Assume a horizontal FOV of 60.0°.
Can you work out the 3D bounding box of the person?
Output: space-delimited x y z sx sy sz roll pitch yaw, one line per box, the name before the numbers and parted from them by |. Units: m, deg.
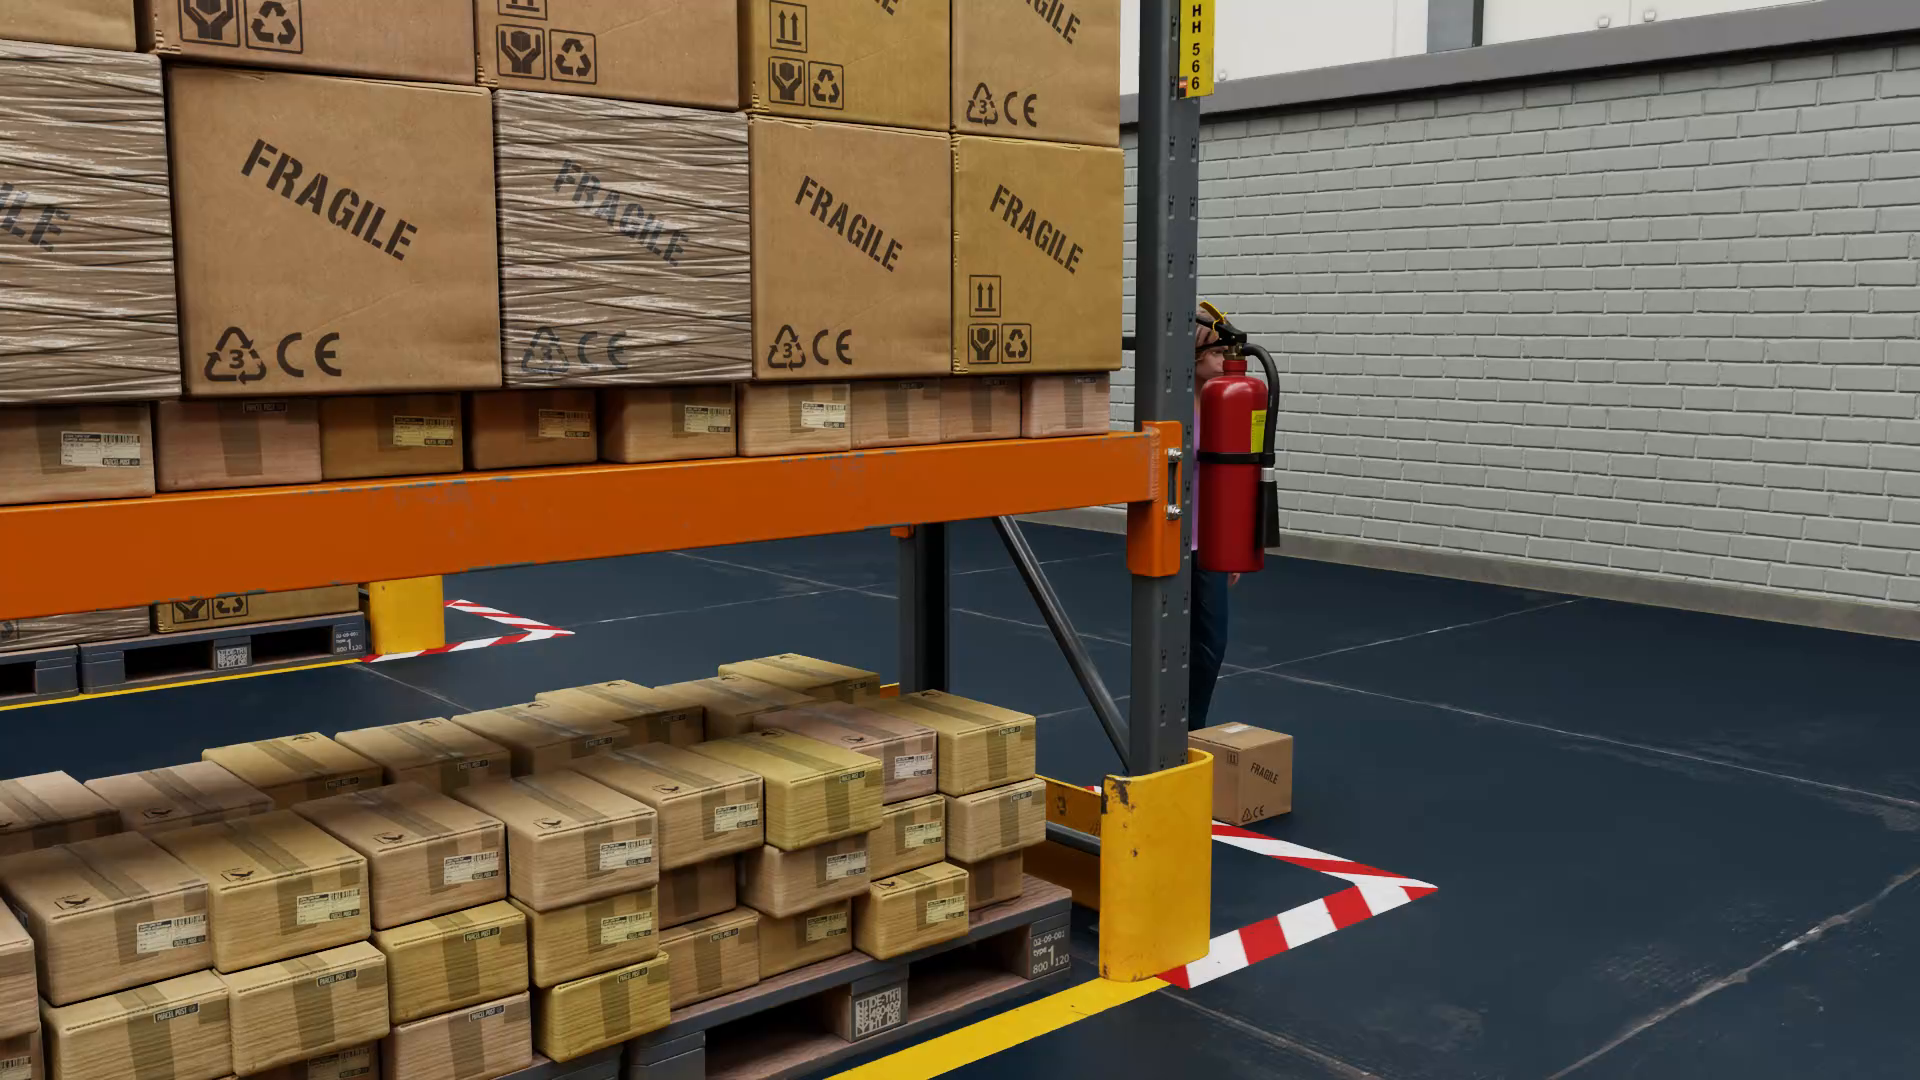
person | 0.728 0.056 5.421 0.462 1.593 0.344 -6 10 -37
